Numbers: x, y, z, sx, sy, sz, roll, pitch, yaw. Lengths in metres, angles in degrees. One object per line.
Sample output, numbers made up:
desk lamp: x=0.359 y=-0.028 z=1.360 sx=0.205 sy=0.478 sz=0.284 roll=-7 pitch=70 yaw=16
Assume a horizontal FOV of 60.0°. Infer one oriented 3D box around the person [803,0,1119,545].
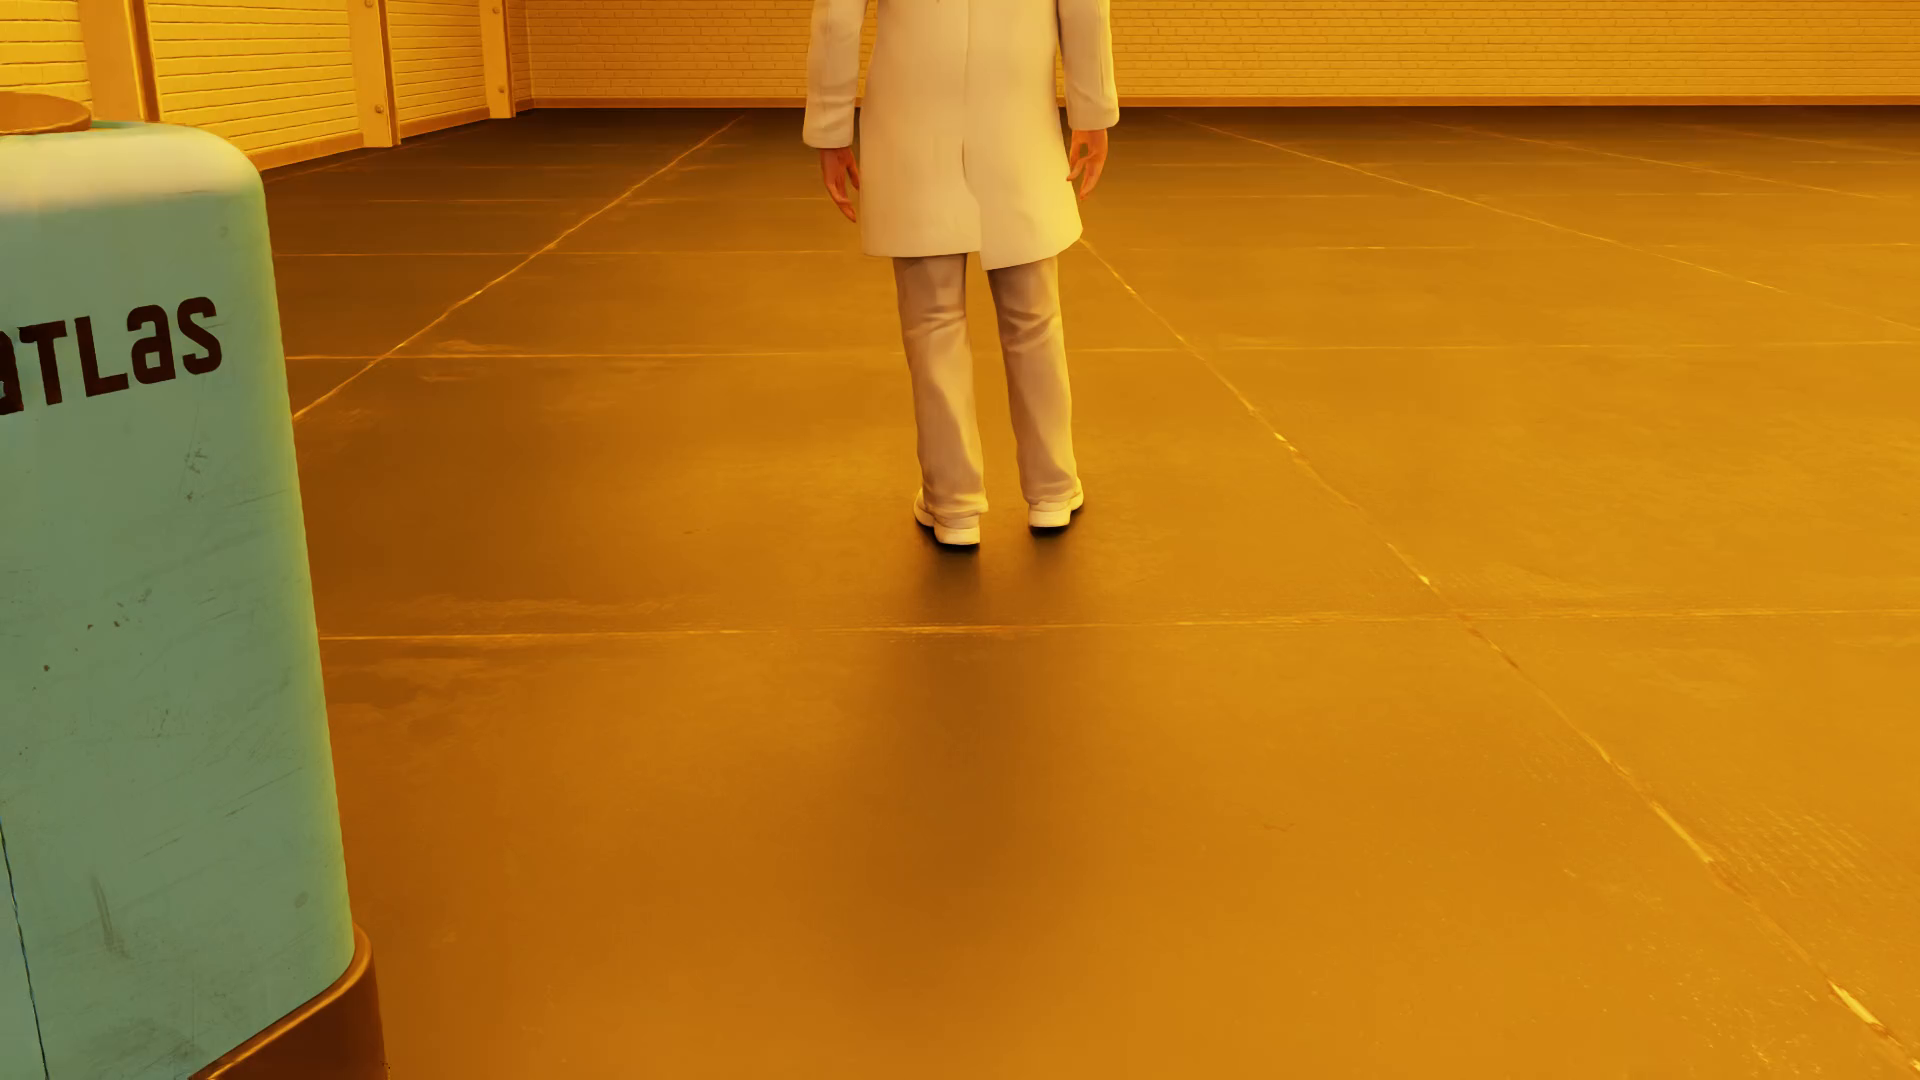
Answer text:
person: x=-0.001 y=-0.884 z=3.744 sx=0.698 sy=1.777 sz=0.578 roll=-1 pitch=17 yaw=-3
